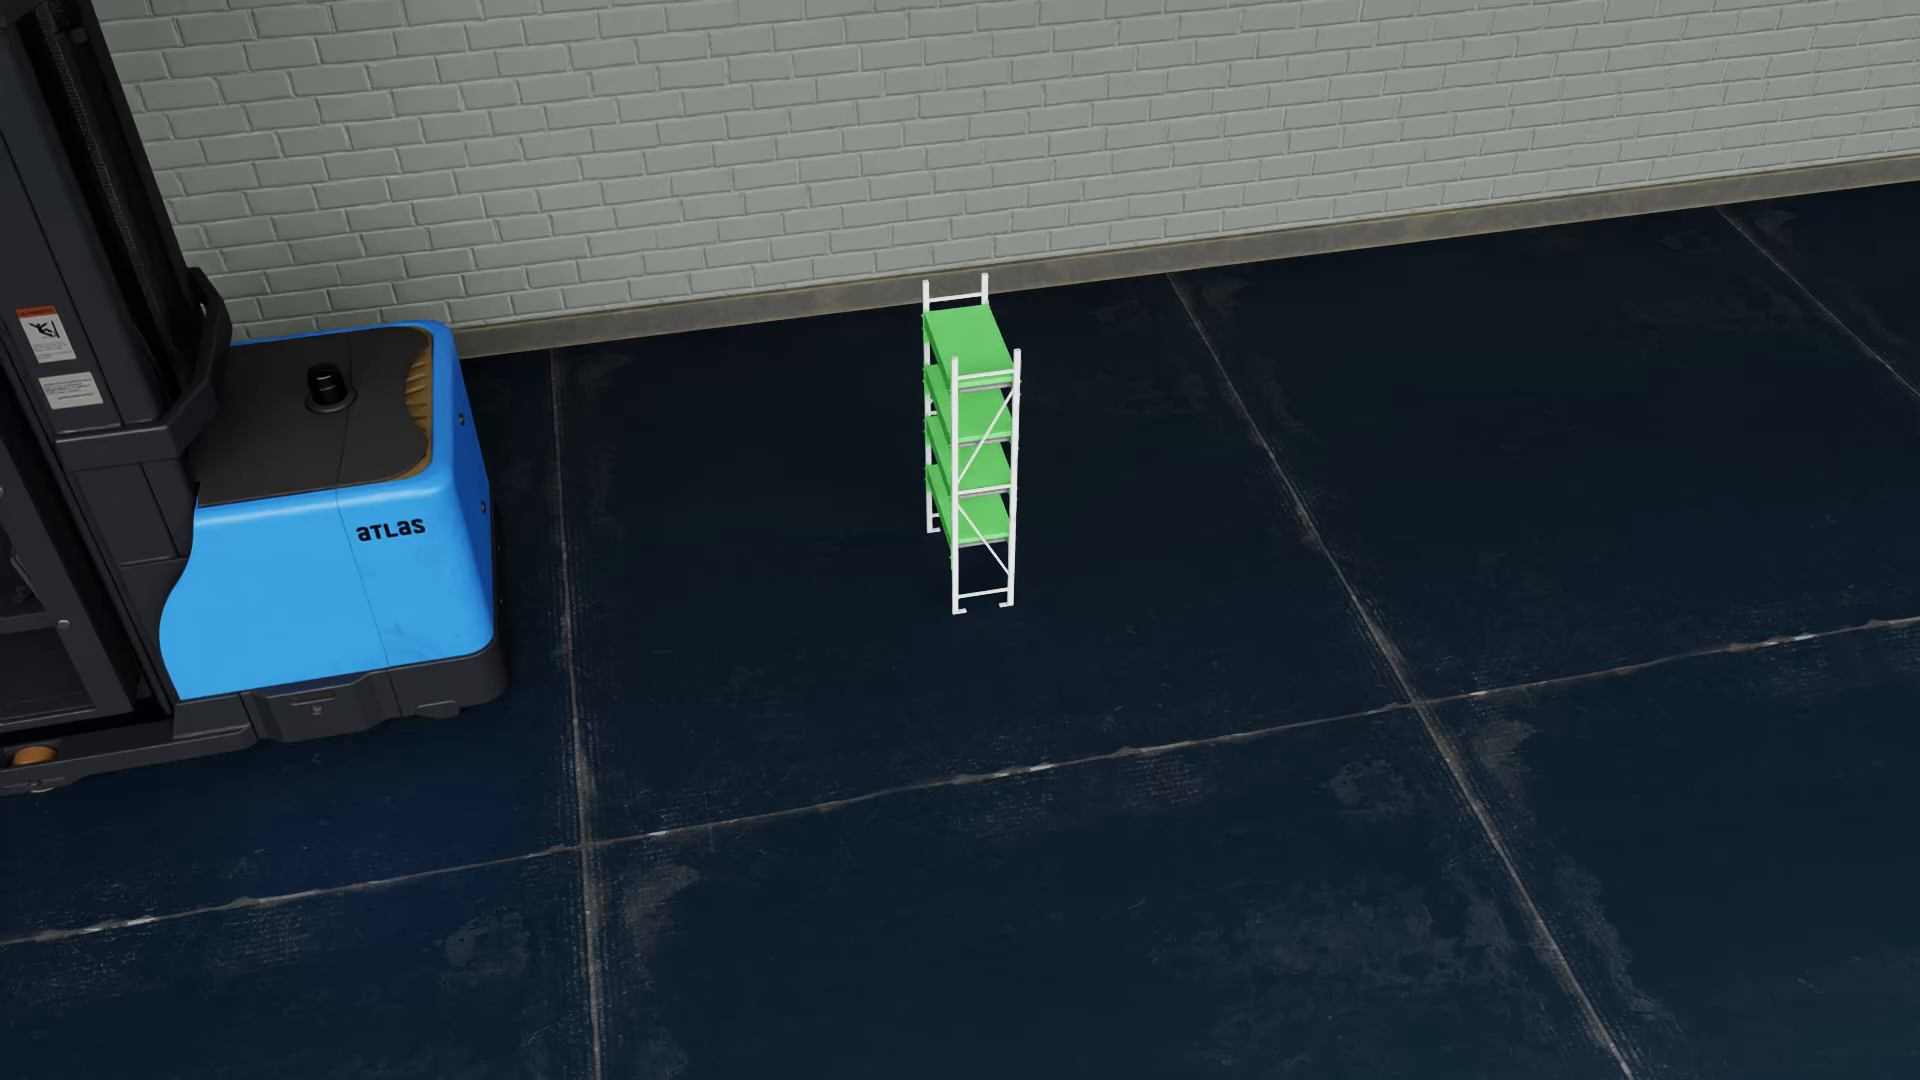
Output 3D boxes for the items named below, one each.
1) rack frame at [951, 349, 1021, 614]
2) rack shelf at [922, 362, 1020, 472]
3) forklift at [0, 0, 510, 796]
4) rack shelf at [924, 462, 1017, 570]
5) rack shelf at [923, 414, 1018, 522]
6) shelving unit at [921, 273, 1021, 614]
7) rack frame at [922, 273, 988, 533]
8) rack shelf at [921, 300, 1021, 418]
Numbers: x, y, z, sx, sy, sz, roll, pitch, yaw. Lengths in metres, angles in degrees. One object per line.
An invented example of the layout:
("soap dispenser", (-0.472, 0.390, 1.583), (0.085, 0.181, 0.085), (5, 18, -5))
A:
("rack frame", (0.088, -0.183, 6.053), (0.240, 1.200, 0.015), (-8, 42, -9))
("rack shelf", (0.036, -0.473, 6.114), (0.258, 0.148, 0.480), (-8, 42, -9))
("forklift", (-3.214, -0.580, 5.195), (3.031, 2.935, 1.130), (-9, 42, -10))
("rack shelf", (0.036, -0.114, 6.433), (0.258, 0.148, 0.480), (-8, 42, -9))
("rack shelf", (0.036, -0.294, 6.273), (0.258, 0.148, 0.480), (-8, 42, -9))
("shelving unit", (0.036, -0.341, 6.231), (0.258, 1.200, 0.503), (-8, 42, -9))
("rack frame", (-0.017, -0.500, 6.409), (0.240, 1.200, 0.015), (-8, 42, -9))
("rack shelf", (0.036, -0.653, 5.955), (0.258, 0.148, 0.480), (-8, 42, -9))
